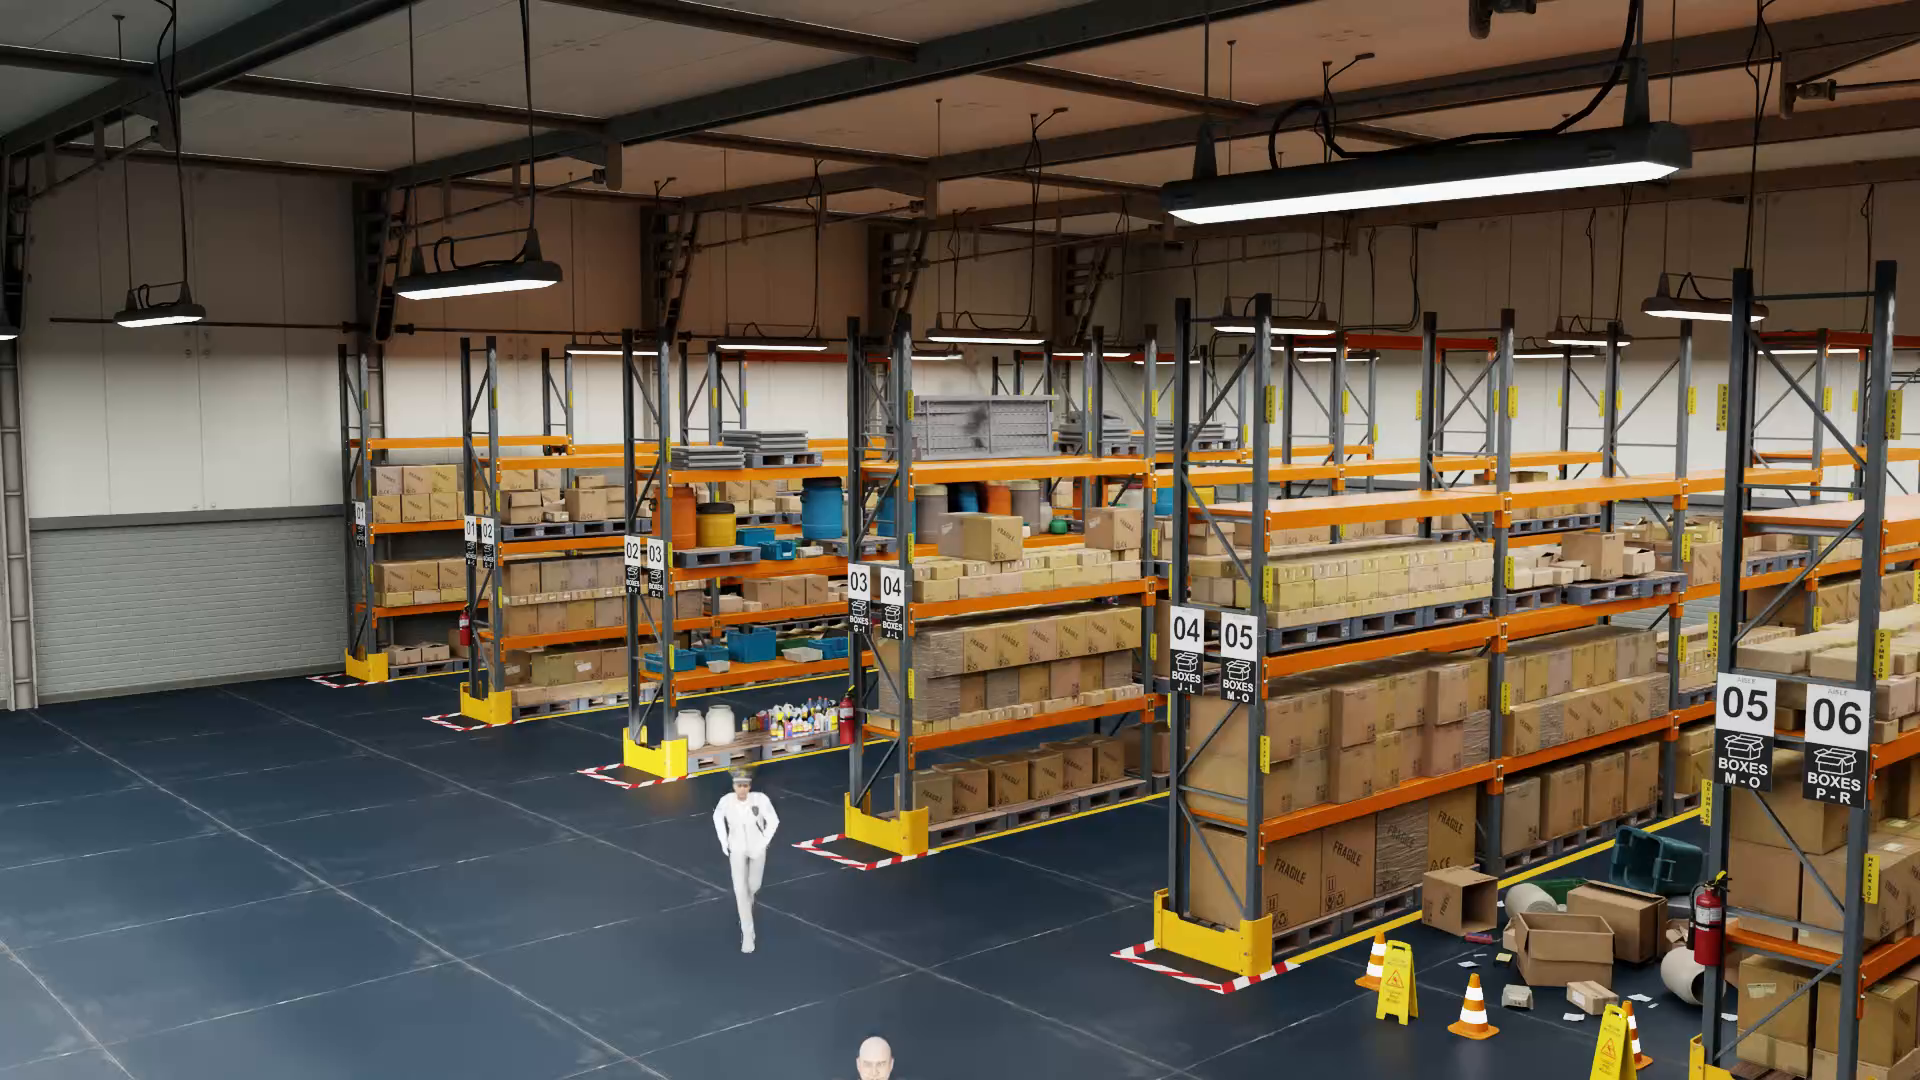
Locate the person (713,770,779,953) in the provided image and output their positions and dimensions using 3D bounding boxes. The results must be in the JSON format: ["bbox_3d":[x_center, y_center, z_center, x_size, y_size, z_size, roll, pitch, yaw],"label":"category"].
[{"bbox_3d":[-2.025,2.946,15.761,0.618,1.682,1.022,-1,5,-7],"label":"person"}]

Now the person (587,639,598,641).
[{"bbox_3d":[-6.494,1.650,29.463,0.696,1.733,0.634,4,6,36],"label":"person"}]

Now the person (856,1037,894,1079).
[{"bbox_3d":[-0.445,3.473,8.685,0.697,1.773,1.054,0,5,-3],"label":"person"}]
